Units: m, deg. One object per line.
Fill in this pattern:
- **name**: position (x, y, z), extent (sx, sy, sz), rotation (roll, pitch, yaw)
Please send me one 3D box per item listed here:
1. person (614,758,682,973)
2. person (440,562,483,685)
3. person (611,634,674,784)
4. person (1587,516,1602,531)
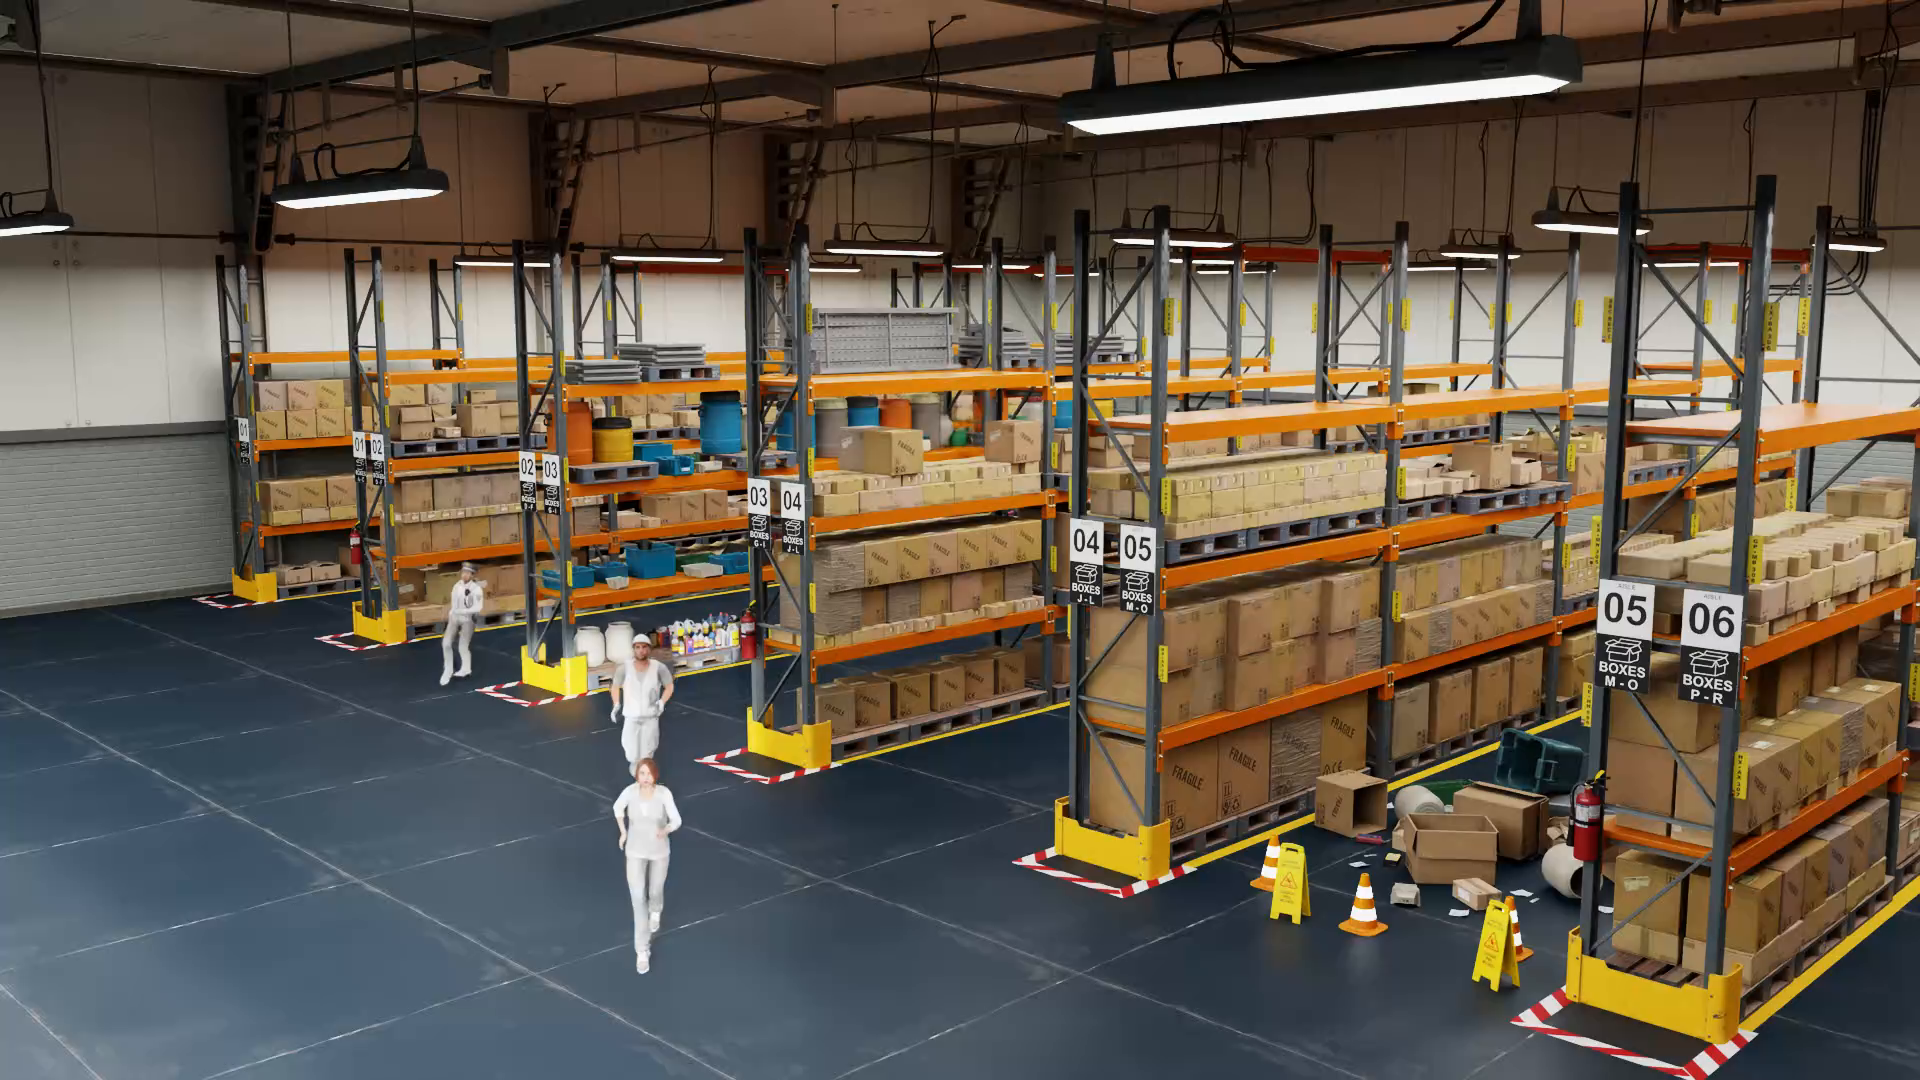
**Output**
- **person**: position (-2.479, 2.514, 13.219), extent (0.539, 1.594, 0.875), rotation (-1, 8, -8)
- **person**: position (-6.781, 1.120, 22.744), extent (0.595, 1.664, 0.649), rotation (2, 8, 13)
- **person**: position (-3.340, 1.843, 17.531), extent (0.655, 1.745, 0.629), rotation (-1, 8, -8)
- **person**: position (10.179, 0.482, 26.649), extent (0.890, 1.757, 0.688), rotation (-7, 10, -39)
